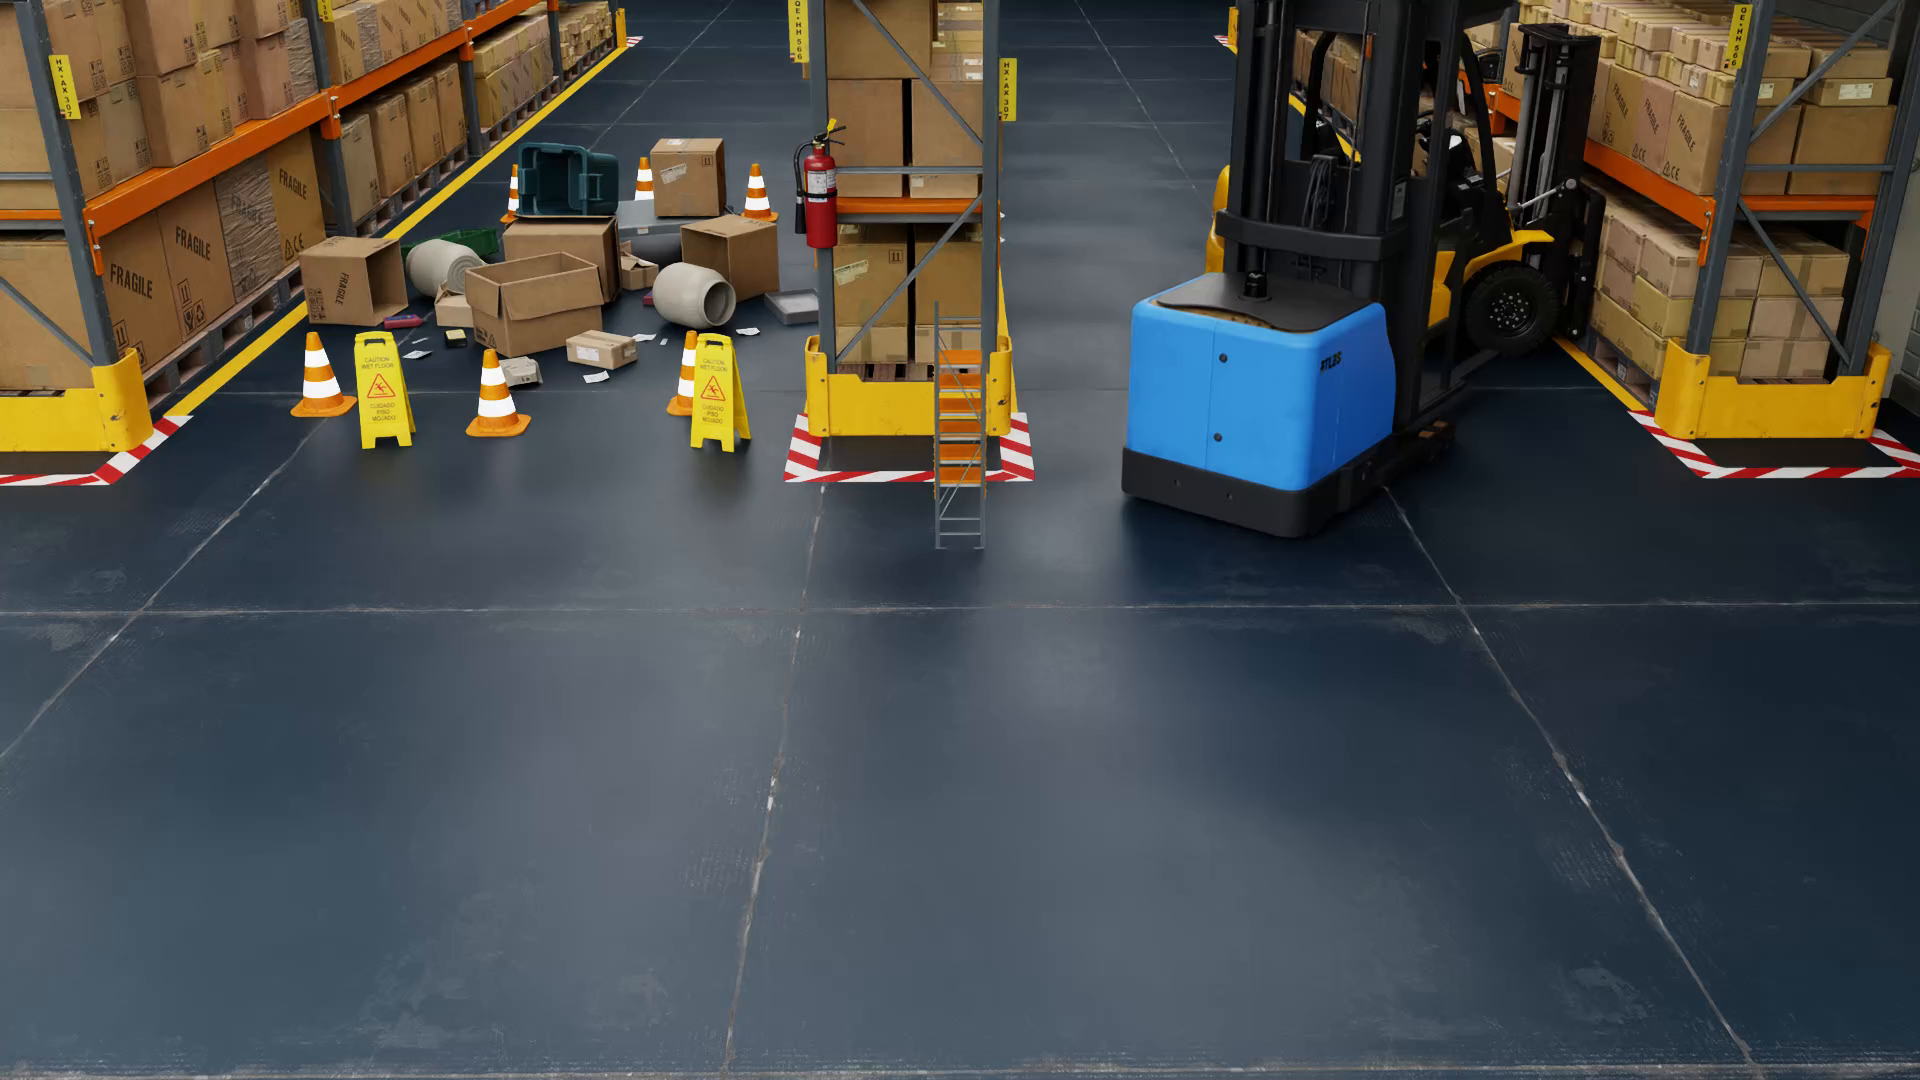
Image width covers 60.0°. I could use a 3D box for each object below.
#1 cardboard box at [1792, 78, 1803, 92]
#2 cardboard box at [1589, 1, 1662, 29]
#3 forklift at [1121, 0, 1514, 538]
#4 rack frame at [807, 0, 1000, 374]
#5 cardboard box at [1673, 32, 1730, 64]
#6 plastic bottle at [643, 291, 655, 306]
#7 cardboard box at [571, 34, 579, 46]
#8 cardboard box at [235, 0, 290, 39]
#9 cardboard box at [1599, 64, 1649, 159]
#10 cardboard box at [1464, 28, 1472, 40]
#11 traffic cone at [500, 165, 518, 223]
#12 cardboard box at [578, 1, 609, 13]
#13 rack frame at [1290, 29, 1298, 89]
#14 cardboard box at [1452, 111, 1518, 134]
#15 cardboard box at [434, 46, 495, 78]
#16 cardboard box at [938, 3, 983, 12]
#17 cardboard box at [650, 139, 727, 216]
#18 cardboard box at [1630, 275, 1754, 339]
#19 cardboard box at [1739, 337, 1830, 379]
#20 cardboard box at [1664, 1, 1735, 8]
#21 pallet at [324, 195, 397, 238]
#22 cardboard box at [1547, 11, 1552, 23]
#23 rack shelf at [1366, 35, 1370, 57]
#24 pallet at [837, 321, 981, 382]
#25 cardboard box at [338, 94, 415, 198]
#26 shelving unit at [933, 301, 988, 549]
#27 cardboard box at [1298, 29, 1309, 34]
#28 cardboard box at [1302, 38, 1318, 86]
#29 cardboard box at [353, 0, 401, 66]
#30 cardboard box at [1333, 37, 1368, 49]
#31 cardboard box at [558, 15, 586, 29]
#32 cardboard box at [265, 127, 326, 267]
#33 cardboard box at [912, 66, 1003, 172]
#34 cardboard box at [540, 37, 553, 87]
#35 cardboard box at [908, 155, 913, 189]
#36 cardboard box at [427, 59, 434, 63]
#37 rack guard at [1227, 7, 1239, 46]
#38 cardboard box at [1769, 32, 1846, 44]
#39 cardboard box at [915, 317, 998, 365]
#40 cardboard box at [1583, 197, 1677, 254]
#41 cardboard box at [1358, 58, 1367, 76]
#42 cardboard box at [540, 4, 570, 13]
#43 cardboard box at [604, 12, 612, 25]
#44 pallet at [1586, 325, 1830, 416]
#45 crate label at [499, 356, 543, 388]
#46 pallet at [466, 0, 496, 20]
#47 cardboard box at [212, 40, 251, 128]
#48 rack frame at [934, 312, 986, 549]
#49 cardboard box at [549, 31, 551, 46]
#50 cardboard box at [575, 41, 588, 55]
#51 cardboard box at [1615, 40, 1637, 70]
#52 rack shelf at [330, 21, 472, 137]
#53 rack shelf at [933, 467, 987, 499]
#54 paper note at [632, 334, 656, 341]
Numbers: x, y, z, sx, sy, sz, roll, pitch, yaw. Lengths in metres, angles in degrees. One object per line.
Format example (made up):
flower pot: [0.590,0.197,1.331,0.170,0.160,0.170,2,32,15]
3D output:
cardboard box: [4.860,-2.611,9.475,0.380,0.149,0.250,0,24,-1]
cardboard box: [4.427,-3.490,11.056,0.380,0.149,0.250,0,24,-1]
forklift: [2.140,-1.889,8.869,1.130,2.935,3.031,18,30,34]
rack frame: [-0.293,-2.004,9.041,1.000,3.000,0.127,0,24,-1]
cardboard box: [4.392,-2.860,9.665,0.380,0.149,0.250,0,24,1]
plastic bottle: [-2.198,-1.773,12.097,0.133,0.061,0.283,4,25,9]
cardboard box: [-5.167,-6.492,21.554,0.380,0.149,0.250,1,24,2]
cardboard box: [-5.193,-3.770,11.454,0.875,0.550,0.550,0,24,-1]
cardboard box: [4.400,-2.700,10.459,0.500,0.500,0.500,-1,24,-2]
cardboard box: [4.353,-4.249,13.579,0.500,0.250,0.500,-1,24,-2]
traffic cone: [-3.790,-2.992,14.304,0.336,0.463,0.334,0,24,-1]
cardboard box: [-5.157,-7.480,23.376,0.380,0.149,0.250,0,24,0]
rack frame: [4.540,-6.973,20.027,1.000,3.000,0.127,0,24,-1]
cardboard box: [4.609,-3.320,14.323,0.875,0.625,0.625,0,24,-1]
cardboard box: [-5.094,-4.916,17.093,0.500,0.250,0.500,-1,24,-3]
cardboard box: [-0.083,-3.651,12.201,0.500,0.500,0.500,-1,24,-2]
cardboard box: [-2.116,-2.838,12.999,0.500,0.500,0.500,0,24,-1]
cardboard box: [4.353,-1.393,9.911,0.500,0.250,0.500,-1,24,-1]
cardboard box: [4.861,-1.170,10.023,0.500,0.250,0.500,0,24,0]
cardboard box: [4.914,-3.495,11.068,0.380,0.149,0.250,-1,24,-1]
pallet: [-5.369,-2.635,13.821,1.003,0.211,1.213,0,24,-1]
cardboard box: [4.403,-3.671,11.818,0.380,0.149,0.250,0,24,-1]
rack shelf: [4.562,-5.821,18.353,1.077,0.370,4.000,0,24,-1]
pallet: [-0.267,-1.100,10.425,1.003,0.211,1.213,0,24,-1]
cardboard box: [-5.388,-3.408,14.365,1.050,0.750,0.750,0,24,-1]
shelving unit: [0.000,-0.541,7.990,0.258,1.200,0.189,0,24,-1]
cardboard box: [4.278,-6.172,19.992,0.380,0.149,0.250,1,24,2]
cardboard box: [4.336,-5.605,19.527,0.500,0.500,0.500,-1,24,-1]
cardboard box: [-5.031,-4.266,13.921,0.500,0.500,0.500,0,24,-1]
cardboard box: [4.387,-5.523,18.558,0.380,0.149,0.250,0,24,0]
cardboard box: [-5.160,-6.835,21.951,0.380,0.149,0.250,0,24,0]
cardboard box: [-5.348,-2.552,12.322,0.875,0.875,0.875,0,24,0]
cardboard box: [-0.021,-2.382,9.393,0.500,0.500,0.500,-1,24,-1]
cardboard box: [-5.112,-5.633,19.590,0.500,0.500,0.500,-1,24,-2]
cardboard box: [-0.107,-2.134,9.634,0.380,0.149,0.250,0,24,0]
cardboard box: [-5.598,-4.911,17.083,0.500,0.250,0.500,-1,24,-2]
rack guard: [4.497,-7.451,24.117,1.175,0.500,0.348,0,24,-1]
cardboard box: [4.894,-2.861,9.665,0.380,0.149,0.250,0,24,0]
cardboard box: [-0.025,-1.276,10.259,0.500,0.250,0.500,0,24,-1]
cardboard box: [4.327,-2.029,10.709,0.500,0.250,0.500,0,24,0]
cardboard box: [4.325,-4.875,17.125,0.380,0.149,0.250,-1,24,-3]
cardboard box: [-5.627,-7.366,23.125,0.380,0.149,0.250,0,24,0]
cardboard box: [-5.125,-7.345,23.439,0.380,0.149,0.250,-1,24,-2]
pallet: [4.620,-1.072,10.365,1.003,0.211,1.213,0,24,-1]
crate label: [-2.764,-1.050,10.405,0.250,0.136,0.298,-14,28,-28]
pallet: [-5.443,-5.442,16.876,1.213,0.211,1.003,0,24,-1]
cardboard box: [-5.352,-3.055,11.183,0.875,0.550,0.550,0,24,-1]
rack frame: [0.001,-0.503,7.906,0.240,1.200,0.006,0,24,-1]
cardboard box: [-5.169,-6.191,20.527,0.380,0.149,0.250,1,24,2]
cardboard box: [-5.110,-6.463,21.850,0.380,0.149,0.250,-1,24,-2]
cardboard box: [4.348,-3.039,10.421,0.380,0.149,0.250,0,24,0]
rack shelf: [-5.307,-4.085,14.515,1.077,0.370,4.000,0,24,-1]
rack shelf: [0.000,-0.282,8.107,0.258,0.103,0.180,0,24,-1]
paper note: [-2.153,-1.377,11.272,0.148,0.019,0.142,8,26,18]
